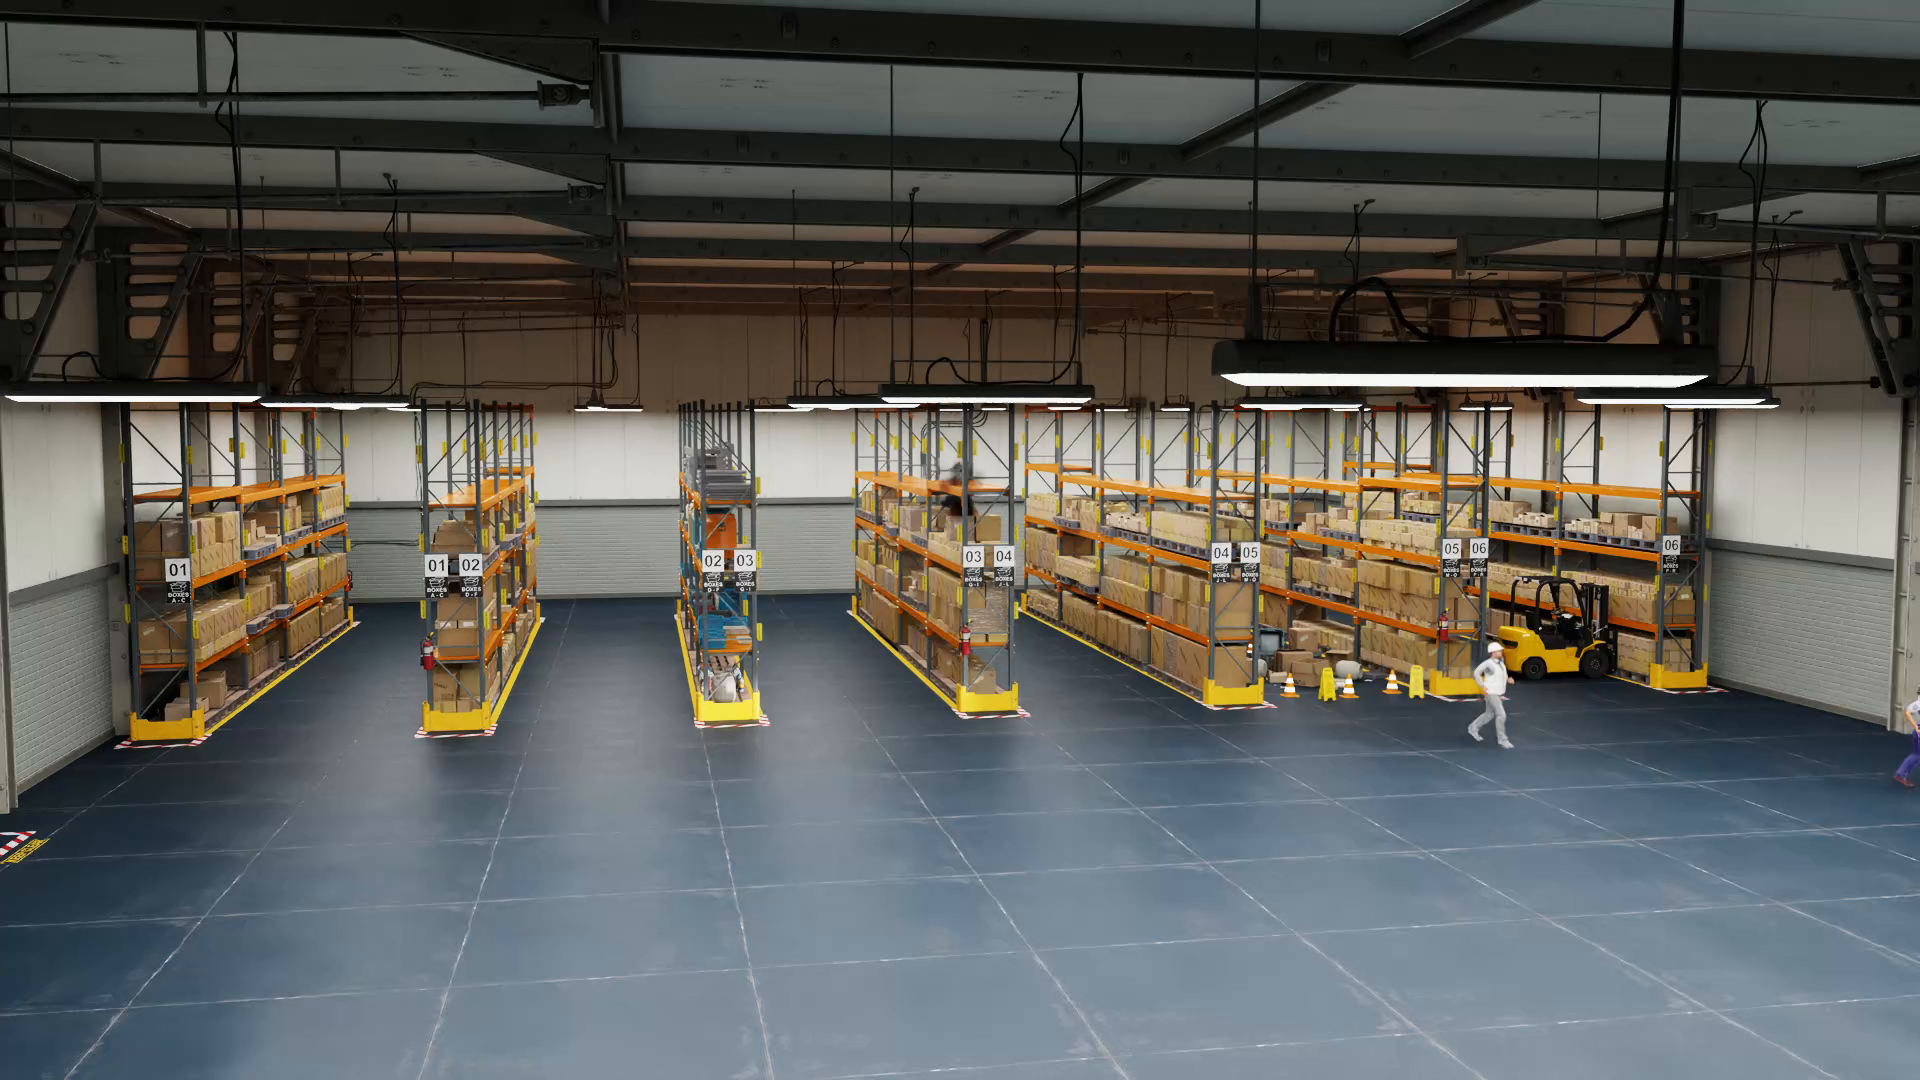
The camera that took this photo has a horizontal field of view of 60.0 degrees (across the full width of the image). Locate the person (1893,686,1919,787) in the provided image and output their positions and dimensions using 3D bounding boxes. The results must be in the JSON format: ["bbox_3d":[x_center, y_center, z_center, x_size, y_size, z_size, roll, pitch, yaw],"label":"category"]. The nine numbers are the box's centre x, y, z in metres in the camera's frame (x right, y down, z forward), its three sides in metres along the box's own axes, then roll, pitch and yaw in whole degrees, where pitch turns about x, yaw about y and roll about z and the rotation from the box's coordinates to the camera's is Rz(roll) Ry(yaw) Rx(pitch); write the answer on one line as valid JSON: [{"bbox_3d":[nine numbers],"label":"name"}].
[{"bbox_3d":[14.587,3.010,25.174,0.754,1.696,0.580,3,5,33],"label":"person"}]

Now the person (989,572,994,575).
[{"bbox_3d":[0.830,1.347,47.285,0.658,1.616,0.515,-1,4,-9],"label":"person"}]

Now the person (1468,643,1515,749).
[{"bbox_3d":[9.213,2.661,28.765,0.879,1.791,0.653,3,5,37],"label":"person"}]
